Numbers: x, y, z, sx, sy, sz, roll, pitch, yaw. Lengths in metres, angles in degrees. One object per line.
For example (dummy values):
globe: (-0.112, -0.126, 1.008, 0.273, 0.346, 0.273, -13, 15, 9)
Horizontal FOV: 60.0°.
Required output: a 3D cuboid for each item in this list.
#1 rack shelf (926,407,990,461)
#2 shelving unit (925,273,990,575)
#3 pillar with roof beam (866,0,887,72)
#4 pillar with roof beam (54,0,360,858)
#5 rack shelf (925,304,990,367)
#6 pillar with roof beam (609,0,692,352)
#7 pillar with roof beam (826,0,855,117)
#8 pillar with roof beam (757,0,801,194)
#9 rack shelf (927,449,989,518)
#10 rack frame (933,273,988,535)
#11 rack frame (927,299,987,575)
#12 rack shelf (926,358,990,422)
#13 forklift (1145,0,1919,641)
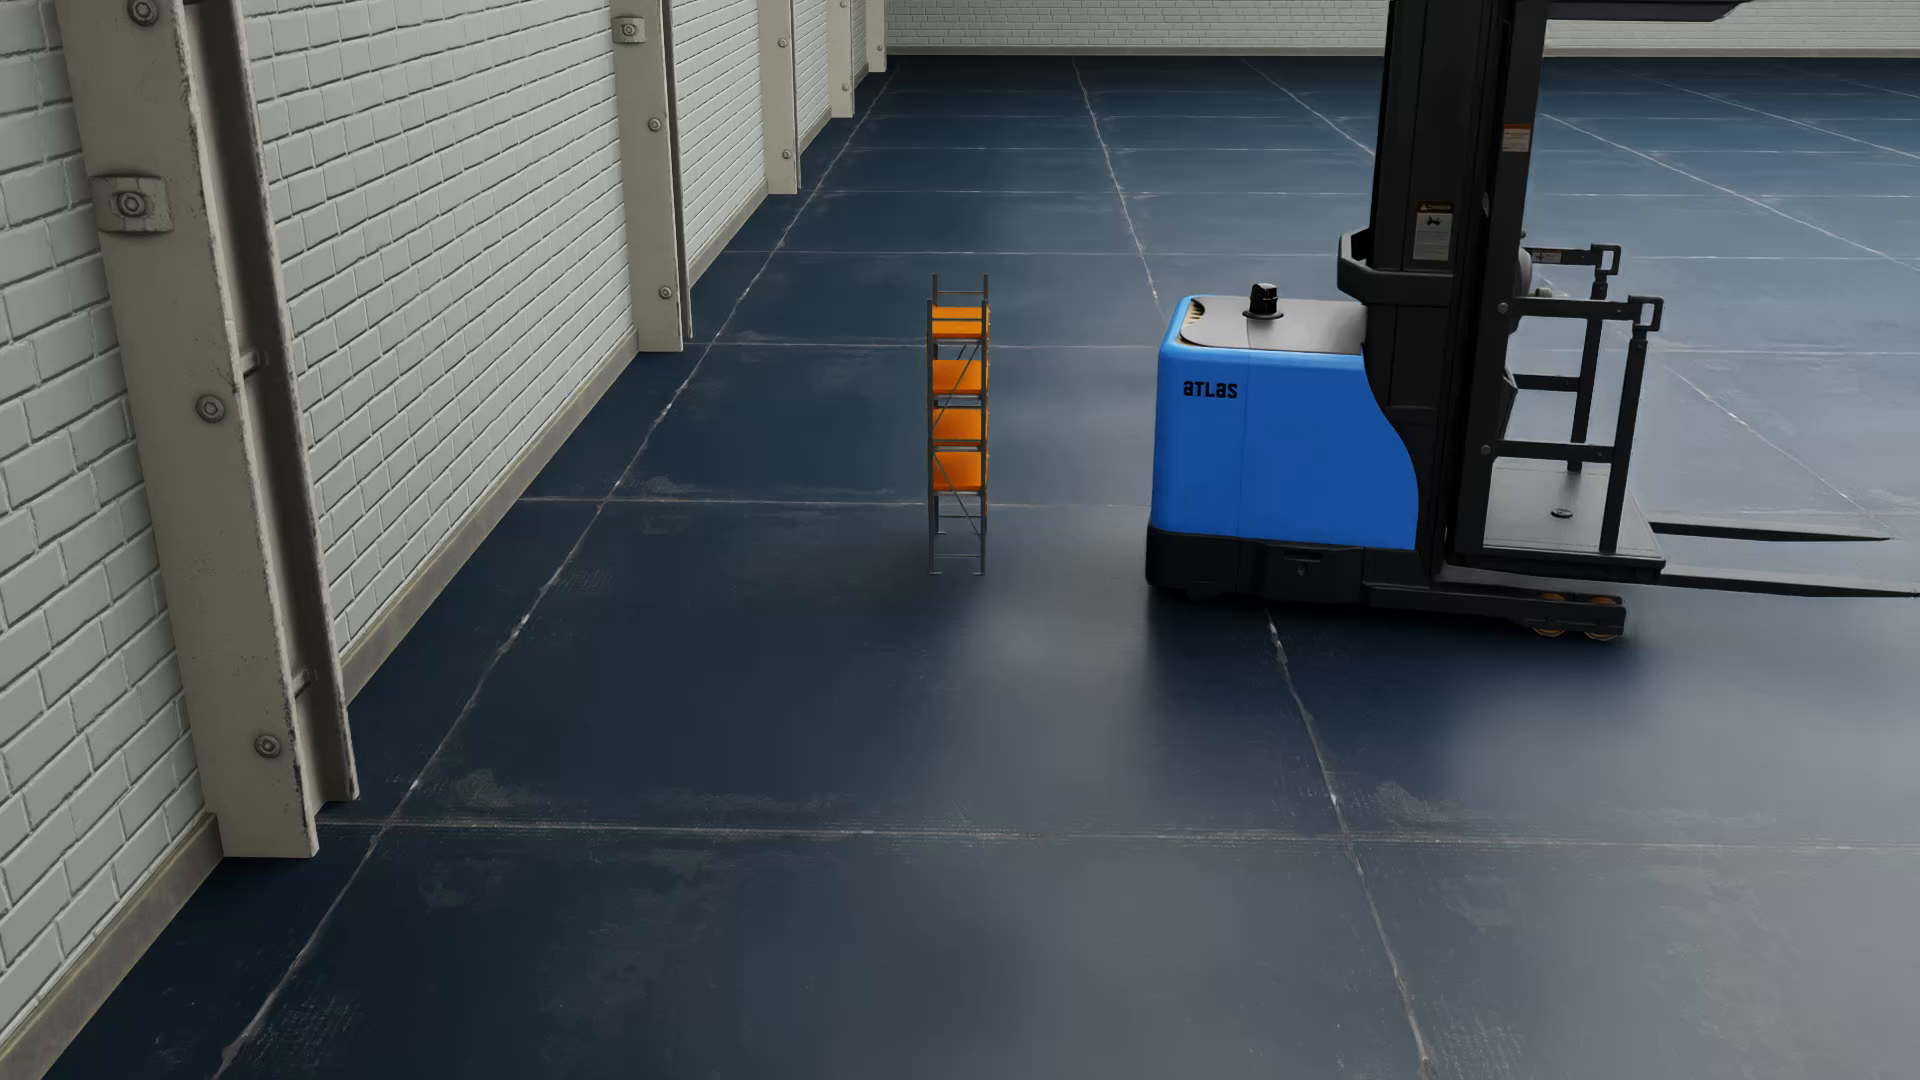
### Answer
rack shelf: (-0.005, -0.437, 7.182, 0.258, 0.148, 0.480, 1, 21, 2)
shelving unit: (-0.005, -0.500, 7.158, 0.258, 1.200, 0.503, 1, 21, 2)
pillar with roof beam: (2.920, -11.935, 25.849, 9.100, 9.000, 0.400, 1, 21, 2)
pillar with roof beam: (2.190, -3.258, 3.484, 9.100, 9.000, 0.400, 1, 21, 2)
rack shelf: (-0.005, -0.866, 7.015, 0.258, 0.148, 0.480, 1, 21, 2)
pillar with roof beam: (2.373, -5.427, 9.076, 9.100, 9.000, 0.400, 1, 21, 2)
pillar with roof beam: (2.738, -9.766, 20.258, 9.100, 9.000, 0.400, 1, 21, 2)
pillar with roof beam: (2.555, -7.596, 14.667, 9.100, 9.000, 0.400, 1, 21, 2)
rack shelf: (-0.005, -0.252, 7.254, 0.258, 0.148, 0.480, 1, 21, 2)
rack frame: (0.002, -0.588, 7.385, 0.240, 1.200, 0.015, 1, 21, 2)
rack frame: (-0.012, -0.411, 6.930, 0.240, 1.200, 0.015, 1, 21, 2)
rack shelf: (-0.005, -0.645, 7.101, 0.258, 0.148, 0.480, 1, 21, 2)
forklift: (2.342, -1.182, 6.524, 3.031, 2.935, 1.130, 4, 22, 11)
